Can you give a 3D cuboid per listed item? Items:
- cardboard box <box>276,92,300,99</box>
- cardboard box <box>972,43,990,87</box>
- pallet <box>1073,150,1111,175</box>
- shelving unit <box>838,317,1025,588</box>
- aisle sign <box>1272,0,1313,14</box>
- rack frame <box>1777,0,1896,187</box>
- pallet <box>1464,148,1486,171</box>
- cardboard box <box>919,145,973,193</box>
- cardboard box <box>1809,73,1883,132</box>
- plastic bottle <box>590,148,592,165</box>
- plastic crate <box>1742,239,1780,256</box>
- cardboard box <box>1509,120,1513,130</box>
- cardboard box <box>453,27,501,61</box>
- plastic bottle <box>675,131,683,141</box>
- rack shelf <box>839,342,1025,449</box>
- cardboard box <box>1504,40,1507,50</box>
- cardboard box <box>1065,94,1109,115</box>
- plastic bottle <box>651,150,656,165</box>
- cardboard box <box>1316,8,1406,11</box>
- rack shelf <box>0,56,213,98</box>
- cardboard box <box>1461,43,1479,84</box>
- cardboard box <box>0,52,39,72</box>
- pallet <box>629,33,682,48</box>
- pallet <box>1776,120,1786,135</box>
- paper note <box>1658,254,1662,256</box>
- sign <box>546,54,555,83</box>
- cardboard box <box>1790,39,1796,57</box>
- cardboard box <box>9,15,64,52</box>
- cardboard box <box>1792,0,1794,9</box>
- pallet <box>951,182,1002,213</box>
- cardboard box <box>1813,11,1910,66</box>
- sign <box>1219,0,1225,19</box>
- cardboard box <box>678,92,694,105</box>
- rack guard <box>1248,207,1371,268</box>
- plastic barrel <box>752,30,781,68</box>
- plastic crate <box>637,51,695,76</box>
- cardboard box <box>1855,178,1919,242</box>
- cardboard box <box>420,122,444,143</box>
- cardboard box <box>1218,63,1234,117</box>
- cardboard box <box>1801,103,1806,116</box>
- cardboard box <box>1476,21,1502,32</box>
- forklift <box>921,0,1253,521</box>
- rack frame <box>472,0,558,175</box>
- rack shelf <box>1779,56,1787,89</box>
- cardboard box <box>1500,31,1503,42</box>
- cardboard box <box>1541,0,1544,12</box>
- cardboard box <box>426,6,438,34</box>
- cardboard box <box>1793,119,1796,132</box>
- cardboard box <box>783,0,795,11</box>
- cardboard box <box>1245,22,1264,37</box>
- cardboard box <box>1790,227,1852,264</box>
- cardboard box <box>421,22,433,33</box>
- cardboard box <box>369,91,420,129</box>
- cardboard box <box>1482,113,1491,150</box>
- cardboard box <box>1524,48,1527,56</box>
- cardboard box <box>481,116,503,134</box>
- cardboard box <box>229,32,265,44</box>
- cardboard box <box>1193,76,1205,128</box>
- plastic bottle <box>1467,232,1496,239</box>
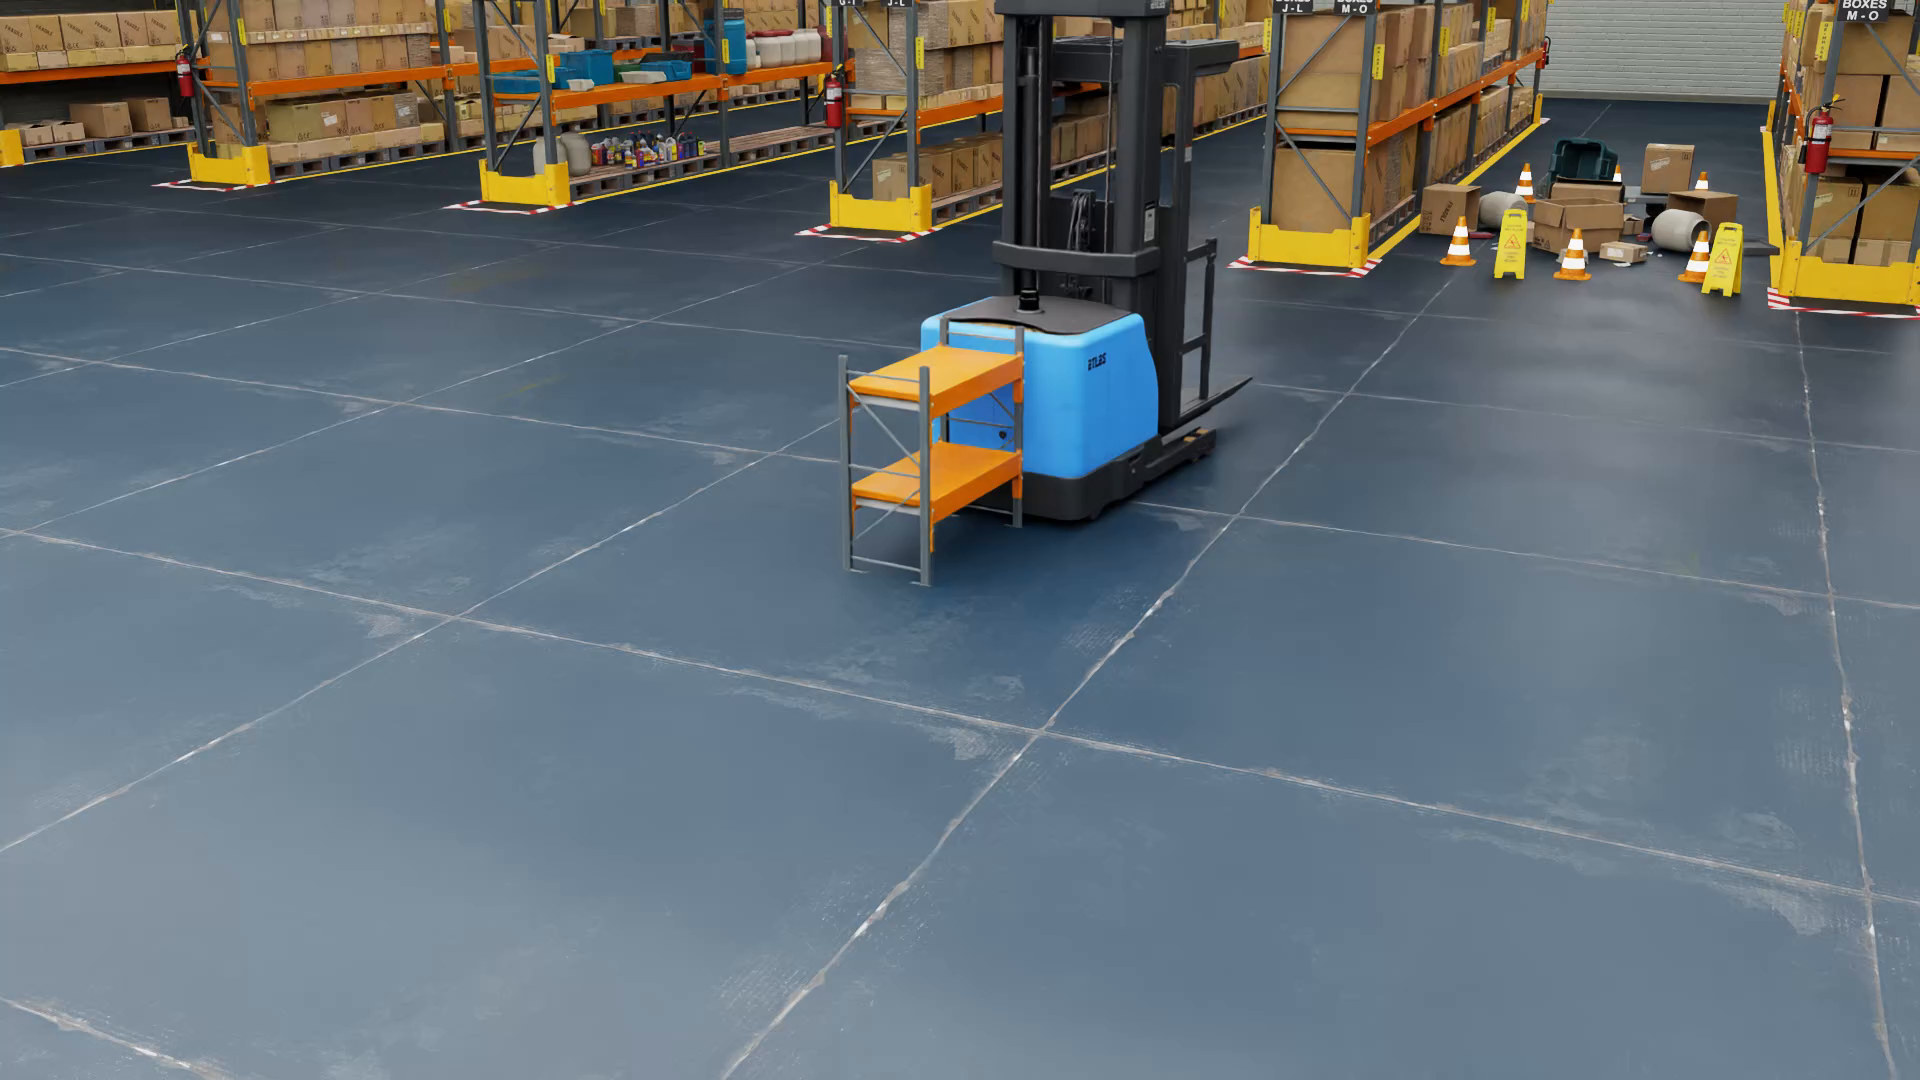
[{"bbox_3d":[-12.159,-7.808,29.522,0.700,0.500,0.500,9,21,23],"label":"cardboard box"},{"bbox_3d":[-0.133,-5.793,20.189,0.875,0.500,0.500,9,21,23],"label":"cardboard box"},{"bbox_3d":[1.516,-5.496,24.107,1.003,0.211,1.213,9,21,23],"label":"pallet"},{"bbox_3d":[-0.127,-0.485,8.654,0.538,1.125,1.048,10,22,27],"label":"shelving unit"},{"bbox_3d":[3.243,-5.507,16.098,0.394,0.787,0.004,9,21,23],"label":"aisle sign"},{"bbox_3d":[11.379,-6.060,21.532,1.000,3.000,0.127,9,21,23],"label":"rack frame"},{"bbox_3d":[7.143,-5.633,24.494,1.003,0.211,1.213,9,21,23],"label":"pallet"},{"bbox_3d":[-0.180,-4.559,20.416,0.500,0.500,0.500,11,22,28],"label":"cardboard box"},{"bbox_3d":[8.074,-4.006,15.162,0.500,0.500,0.500,8,21,22],"label":"cardboard box"},{"bbox_3d":[-5.073,-5.241,22.627,0.061,0.283,0.133,9,22,24],"label":"plastic bottle"},{"bbox_3d":[8.350,-3.094,17.550,0.402,0.080,0.583,1,20,4],"label":"plastic crate"},{"bbox_3d":[8.902,-6.853,27.390,0.380,0.149,0.250,8,21,20],"label":"cardboard box"},{"bbox_3d":[-7.791,-7.998,26.833,0.500,0.500,0.500,10,22,27],"label":"cardboard box"},{"bbox_3d":[-3.951,-5.619,23.590,0.144,0.351,0.185,9,21,23],"label":"plastic bottle"},{"bbox_3d":[-0.127,-0.761,8.556,0.538,0.278,1.000,10,22,27],"label":"rack shelf"},{"bbox_3d":[8.372,-7.783,26.124,0.380,0.149,0.250,9,21,23],"label":"cardboard box"},{"bbox_3d":[1.883,-6.430,24.528,0.500,0.250,0.500,11,22,29],"label":"cardboard box"},{"bbox_3d":[-4.208,-5.220,22.689,0.097,0.201,0.097,0,20,0],"label":"plastic bottle"},{"bbox_3d":[4.326,-5.464,18.020,0.875,0.550,0.500,9,21,23],"label":"cardboard box"},{"bbox_3d":[-13.676,-7.286,26.052,1.077,0.370,4.000,9,21,23],"label":"rack shelf"},{"bbox_3d":[6.677,-6.429,22.420,0.500,0.500,0.500,9,21,23],"label":"cardboard box"},{"bbox_3d":[-14.005,-7.058,24.531,0.500,0.250,0.500,8,21,21],"label":"cardboard box"},{"bbox_3d":[-5.906,-9.285,30.887,1.003,0.211,1.213,9,21,23],"label":"pallet"},{"bbox_3d":[14.399,-6.937,28.159,1.003,0.211,1.213,9,21,23],"label":"pallet"},{"bbox_3d":[7.267,-2.956,17.266,0.032,0.001,0.123,9,21,23],"label":"paper note"},{"bbox_3d":[-4.956,-5.708,20.128,0.100,0.325,0.005,9,21,23],"label":"sign"},{"bbox_3d":[11.956,-6.883,23.325,0.500,0.250,0.500,8,21,21],"label":"cardboard box"},{"bbox_3d":[-13.813,-7.560,24.824,0.500,0.500,0.500,9,21,23],"label":"cardboard box"},{"bbox_3d":[13.586,-8.446,26.601,0.500,0.500,0.500,9,21,23],"label":"cardboard box"},{"bbox_3d":[-0.041,-4.299,20.741,1.003,0.211,1.213,9,21,23],"label":"pallet"},{"bbox_3d":[8.327,-4.613,15.377,0.700,0.500,0.500,9,21,23],"label":"cardboard box"},{"bbox_3d":[4.475,-9.079,28.412,0.100,0.325,0.005,9,21,23],"label":"sign"},{"bbox_3d":[-5.416,-8.539,31.577,0.500,0.500,0.500,9,21,23],"label":"cardboard box"},{"bbox_3d":[3.536,-3.078,16.877,1.175,0.500,0.348,9,21,23],"label":"rack guard"},{"bbox_3d":[-2.926,-7.427,25.174,0.433,0.535,0.433,0,20,0],"label":"plastic barrel"},{"bbox_3d":[-4.149,-6.705,23.438,0.767,0.338,0.504,9,21,23],"label":"plastic crate"},{"bbox_3d":[8.695,-3.086,15.528,0.500,0.500,0.500,8,21,21],"label":"cardboard box"},{"bbox_3d":[-8.326,-6.288,25.650,0.500,0.250,0.500,9,21,23],"label":"cardboard box"},{"bbox_3d":[4.319,-8.030,29.616,0.875,0.875,0.875,9,21,23],"label":"cardboard box"},{"bbox_3d":[9.320,-4.667,17.989,0.380,0.149,0.250,8,21,22],"label":"cardboard box"},{"bbox_3d":[8.046,-7.826,25.357,0.380,0.149,0.250,8,21,21],"label":"cardboard box"},{"bbox_3d":[0.959,-1.930,10.020,1.130,2.935,3.031,11,23,29],"label":"forklift"},{"bbox_3d":[-5.456,-5.654,20.390,1.000,3.000,0.127,9,21,23],"label":"rack frame"},{"bbox_3d":[13.836,-7.555,26.810,1.077,0.370,4.000,9,21,23],"label":"rack shelf"},{"bbox_3d":[8.158,-7.762,25.621,0.380,0.149,0.250,8,21,21],"label":"cardboard box"},{"bbox_3d":[9.930,-9.483,29.073,0.500,0.500,0.500,8,21,21],"label":"cardboard box"},{"bbox_3d":[-10.359,-10.079,32.211,0.500,0.500,0.500,8,21,22],"label":"cardboard box"},{"bbox_3d":[12.474,-6.002,23.913,0.875,0.875,0.875,9,22,24],"label":"cardboard box"},{"bbox_3d":[-3.767,-11.257,34.503,0.500,0.500,0.500,9,22,24],"label":"cardboard box"},{"bbox_3d":[5.450,-9.595,31.253,0.500,0.250,0.500,8,21,22],"label":"cardboard box"},{"bbox_3d":[8.199,-2.808,15.865,0.500,0.250,0.500,8,21,22],"label":"cardboard box"},{"bbox_3d":[-8.252,-7.798,25.301,0.380,0.149,0.250,9,21,23],"label":"cardboard box"},{"bbox_3d":[-8.542,-6.490,25.099,0.500,0.500,0.500,9,21,23],"label":"cardboard box"},{"bbox_3d":[7.547,-6.064,24.647,0.500,0.500,0.500,9,21,23],"label":"cardboard box"},{"bbox_3d":[9.369,-8.264,28.104,0.380,0.149,0.250,10,22,25],"label":"cardboard box"},{"bbox_3d":[-7.734,-6.705,26.823,0.500,0.250,0.500,9,22,24],"label":"cardboard box"},{"bbox_3d":[-9.617,-6.778,22.433,0.380,0.149,0.250,8,21,22],"label":"cardboard box"},{"bbox_3d":[3.367,-7.368,27.754,1.225,0.875,0.875,8,21,21],"label":"cardboard box"},{"bbox_3d":[5.745,-3.355,18.313,0.283,0.061,0.133,1,20,4],"label":"plastic bottle"}]
